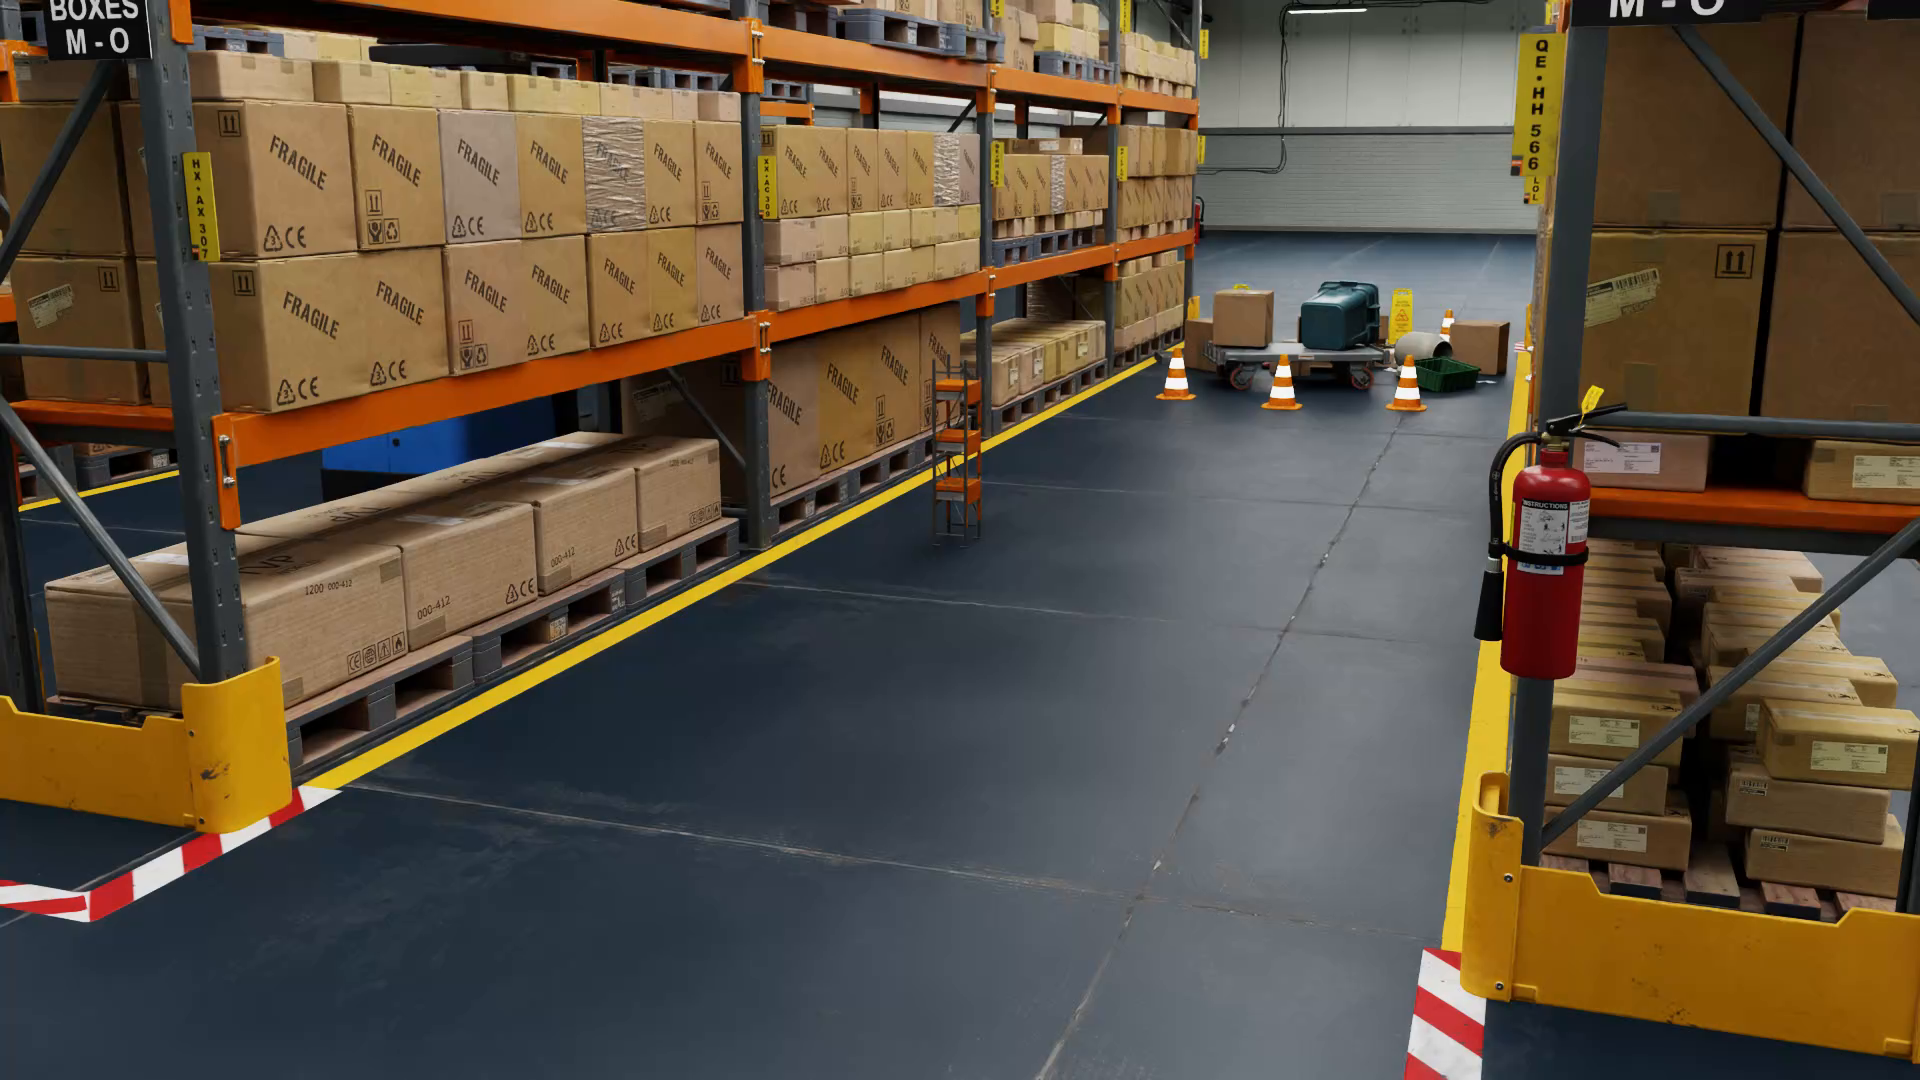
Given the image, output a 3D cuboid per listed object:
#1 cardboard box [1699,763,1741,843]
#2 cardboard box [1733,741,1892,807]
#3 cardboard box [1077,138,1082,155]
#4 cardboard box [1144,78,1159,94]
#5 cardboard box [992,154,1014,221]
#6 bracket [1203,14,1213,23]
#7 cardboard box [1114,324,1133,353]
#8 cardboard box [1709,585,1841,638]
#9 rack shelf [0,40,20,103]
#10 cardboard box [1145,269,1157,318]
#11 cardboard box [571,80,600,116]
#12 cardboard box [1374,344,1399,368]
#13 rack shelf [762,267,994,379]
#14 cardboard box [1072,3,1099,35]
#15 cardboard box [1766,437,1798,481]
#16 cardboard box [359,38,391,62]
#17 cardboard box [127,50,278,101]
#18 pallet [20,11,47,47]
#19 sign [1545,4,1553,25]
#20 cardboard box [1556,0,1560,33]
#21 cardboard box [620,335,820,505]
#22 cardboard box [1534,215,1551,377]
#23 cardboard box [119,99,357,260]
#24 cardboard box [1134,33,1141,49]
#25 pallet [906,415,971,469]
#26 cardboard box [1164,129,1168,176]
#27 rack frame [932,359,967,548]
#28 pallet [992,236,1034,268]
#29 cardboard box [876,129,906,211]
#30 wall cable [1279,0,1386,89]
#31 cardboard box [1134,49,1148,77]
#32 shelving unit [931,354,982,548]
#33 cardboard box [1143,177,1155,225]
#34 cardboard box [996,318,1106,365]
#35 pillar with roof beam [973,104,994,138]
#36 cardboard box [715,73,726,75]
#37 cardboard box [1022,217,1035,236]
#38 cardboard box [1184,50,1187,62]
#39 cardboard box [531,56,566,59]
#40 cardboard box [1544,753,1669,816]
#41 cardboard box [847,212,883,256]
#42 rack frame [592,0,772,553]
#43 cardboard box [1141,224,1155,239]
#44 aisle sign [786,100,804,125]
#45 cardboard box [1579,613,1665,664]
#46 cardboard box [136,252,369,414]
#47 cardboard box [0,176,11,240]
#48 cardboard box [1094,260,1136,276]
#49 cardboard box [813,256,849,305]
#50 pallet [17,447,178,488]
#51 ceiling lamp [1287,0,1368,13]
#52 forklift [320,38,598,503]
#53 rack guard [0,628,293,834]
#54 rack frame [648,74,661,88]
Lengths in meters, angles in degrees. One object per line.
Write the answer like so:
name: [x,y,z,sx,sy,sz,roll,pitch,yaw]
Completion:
cardboard box: [2.360,0.776,4.808,0.380,0.149,0.250,4,14,18]
cardboard box: [2.435,0.634,4.763,0.380,0.149,0.250,4,14,18]
cardboard box: [0.900,-3.577,15.126,0.380,0.149,0.250,4,13,17]
cardboard box: [1.880,-4.775,17.492,0.380,0.149,0.250,4,13,17]
cardboard box: [0.117,-2.757,12.988,0.500,0.500,0.500,4,13,17]
bracket: [7.508,-15.796,50.384,0.235,0.232,0.430,4,14,18]
cardboard box: [1.493,-2.091,17.145,0.500,0.250,0.500,4,13,16]
cardboard box: [2.779,0.270,5.689,0.380,0.149,0.250,5,14,19]
rack shelf: [-6.887,-2.485,8.510,1.077,0.370,4.000,4,14,18]
cardboard box: [1.824,-2.679,18.037,0.500,0.500,0.500,5,14,21]
cardboard box: [-1.814,-1.938,7.308,0.380,0.149,0.250,4,13,17]
cardboard box: [4.576,-1.949,17.429,0.396,0.266,0.258,7,15,28]
rack shelf: [-0.895,-1.508,10.972,1.077,0.370,4.000,4,14,18]
cardboard box: [0.980,-4.829,15.432,0.500,0.250,0.500,5,14,20]
cardboard box: [2.339,-0.239,4.360,0.380,0.149,0.250,5,14,20]
cardboard box: [-4.882,-3.900,13.432,0.500,0.250,0.500,4,13,17]
cardboard box: [-2.459,-1.503,5.402,0.380,0.149,0.250,5,14,20]
pallet: [-5.962,-3.297,10.875,1.213,0.211,1.003,4,14,18]
sign: [5.237,-4.580,14.732,0.100,0.325,0.005,4,14,18]
cardboard box: [4.032,-3.355,10.480,0.500,0.500,0.500,4,14,18]
cardboard box: [-1.417,-0.743,9.833,0.875,0.875,0.875,5,14,20]
cardboard box: [2.109,-0.783,5.284,0.500,0.500,0.500,4,14,19]
cardboard box: [-2.411,-1.212,5.587,0.500,0.500,0.500,4,13,17]
cardboard box: [1.608,-5.006,16.709,0.380,0.149,0.250,4,13,17]
pallet: [-0.574,-0.760,12.343,1.003,0.211,1.213,4,14,18]
cardboard box: [1.851,-4.207,18.037,0.700,0.500,0.500,4,14,18]
rack frame: [-0.057,-0.475,9.209,0.200,1.050,0.008,4,14,18]
pallet: [-0.118,-2.344,13.449,1.213,0.211,1.003,4,14,18]
cardboard box: [-0.663,-2.370,10.658,0.500,0.500,0.500,4,13,17]
wall cable: [11.036,-14.759,49.558,3.097,2.526,0.112,4,14,18]
cardboard box: [1.606,-4.839,16.874,0.500,0.250,0.500,4,14,18]
shelving unit: [-0.017,-0.501,9.322,0.215,1.050,0.252,4,14,18]
cardboard box: [1.768,-3.601,17.630,0.500,0.500,0.500,4,14,18]
cardboard box: [0.879,-1.935,16.187,0.950,0.372,0.625,5,14,19]
pillar with roof beam: [4.521,-9.381,30.365,9.100,9.000,0.400,4,14,18]
cardboard box: [-2.884,-5.420,18.885,0.396,0.266,0.258,4,13,17]
cardboard box: [0.397,-2.585,13.694,0.380,0.149,0.250,4,14,19]
cardboard box: [2.391,-5.549,19.091,0.380,0.149,0.250,5,14,19]
cardboard box: [-3.969,-4.656,15.803,0.380,0.149,0.250,4,14,18]
cardboard box: [1.781,0.648,4.703,0.380,0.149,0.250,4,13,17]
cardboard box: [-0.802,-1.897,10.271,0.500,0.250,0.500,5,14,19]
rack frame: [-1.542,-1.438,9.047,1.000,3.000,0.127,4,14,18]
cardboard box: [1.875,-3.312,17.821,0.380,0.149,0.250,4,14,19]
aisle sign: [-2.058,-5.581,21.357,0.394,0.787,0.004,4,14,18]
cardboard box: [2.055,0.342,5.372,0.380,0.149,0.250,4,13,16]
cardboard box: [-2.409,-0.725,5.698,0.500,0.500,0.500,4,14,18]
cardboard box: [-5.872,-2.134,10.927,0.700,0.500,0.500,5,14,20]
cardboard box: [1.590,-2.795,17.086,0.380,0.149,0.250,5,14,19]
cardboard box: [-0.984,-1.547,9.864,0.500,0.250,0.500,4,13,17]
pallet: [-6.012,-0.609,11.681,1.003,0.211,1.213,4,14,18]
ceiling lamp: [9.515,-15.171,42.615,2.000,3.185,0.800,4,14,18]
forklift: [-2.961,-1.844,10.979,1.130,2.935,3.031,4,13,15]
rack guard: [-2.844,0.628,5.613,1.175,0.500,0.348,4,14,18]
rack frame: [-3.651,-3.479,17.989,1.000,3.000,0.127,4,14,18]
